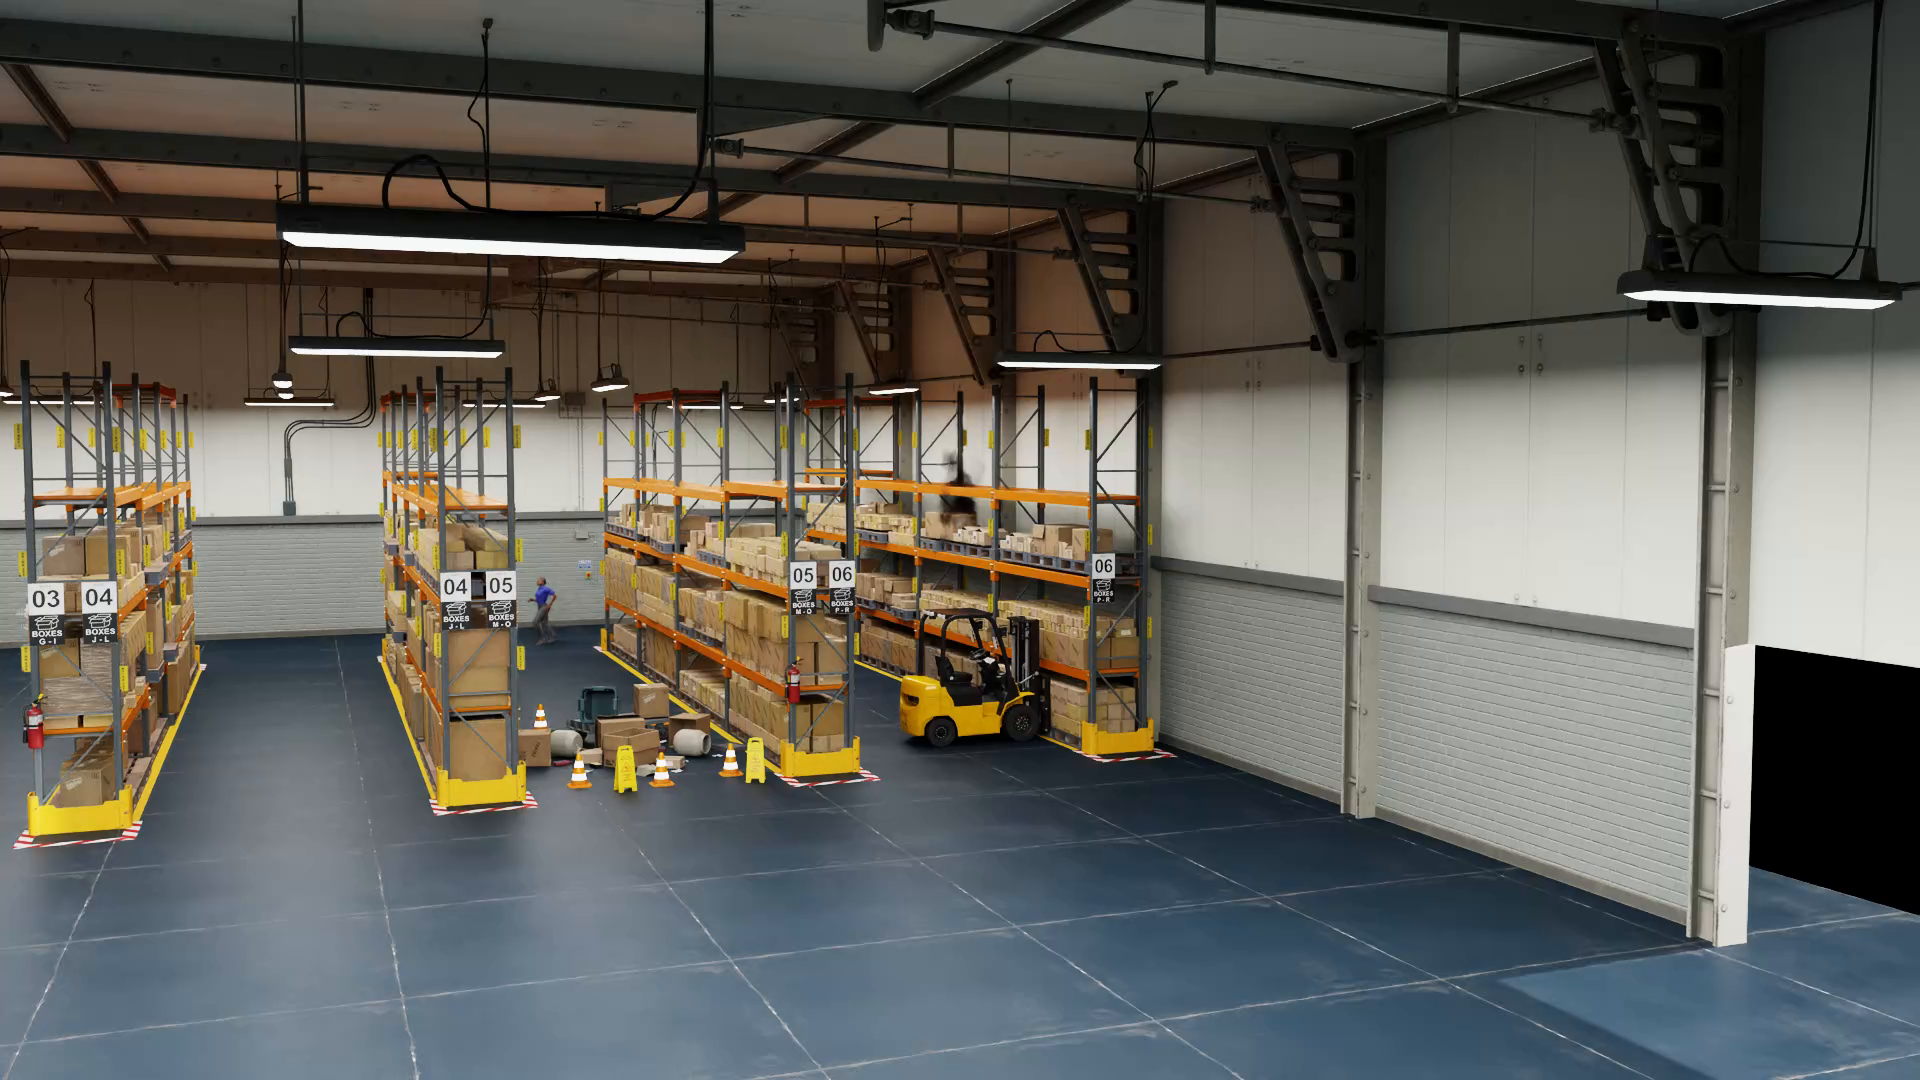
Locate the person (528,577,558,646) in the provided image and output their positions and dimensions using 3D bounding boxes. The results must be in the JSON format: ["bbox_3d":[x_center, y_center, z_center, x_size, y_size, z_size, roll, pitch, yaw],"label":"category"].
[{"bbox_3d":[-10.185,1.744,40.611,0.738,1.703,0.563,-2,4,-30],"label":"person"}]
